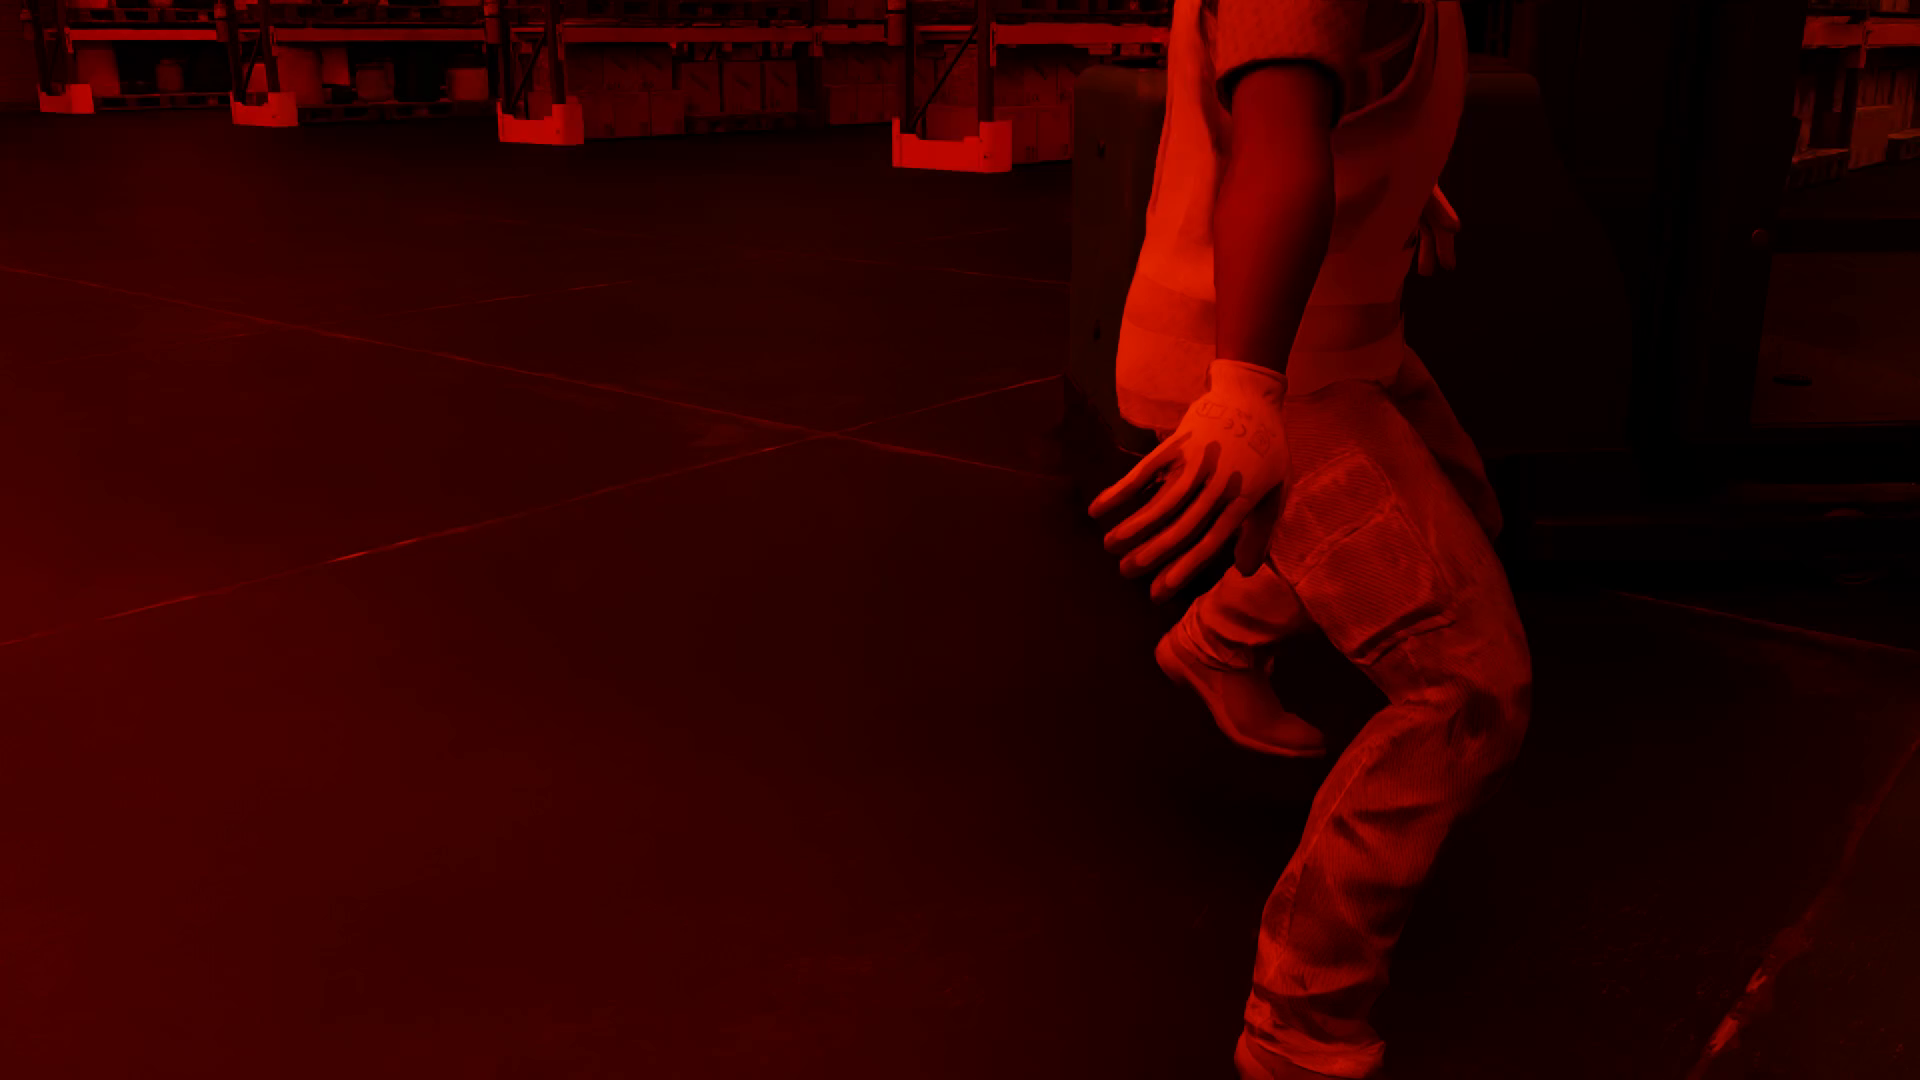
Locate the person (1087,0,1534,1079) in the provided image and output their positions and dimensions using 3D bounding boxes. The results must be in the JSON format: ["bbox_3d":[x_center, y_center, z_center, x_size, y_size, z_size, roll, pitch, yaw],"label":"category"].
[{"bbox_3d":[0.409,-0.196,1.901,0.505,1.665,1.209,5,17,15],"label":"person"}]

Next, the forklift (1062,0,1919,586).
[{"bbox_3d":[1.813,-1.457,3.694,3.031,2.935,1.130,-1,17,-4],"label":"forklift"}]
